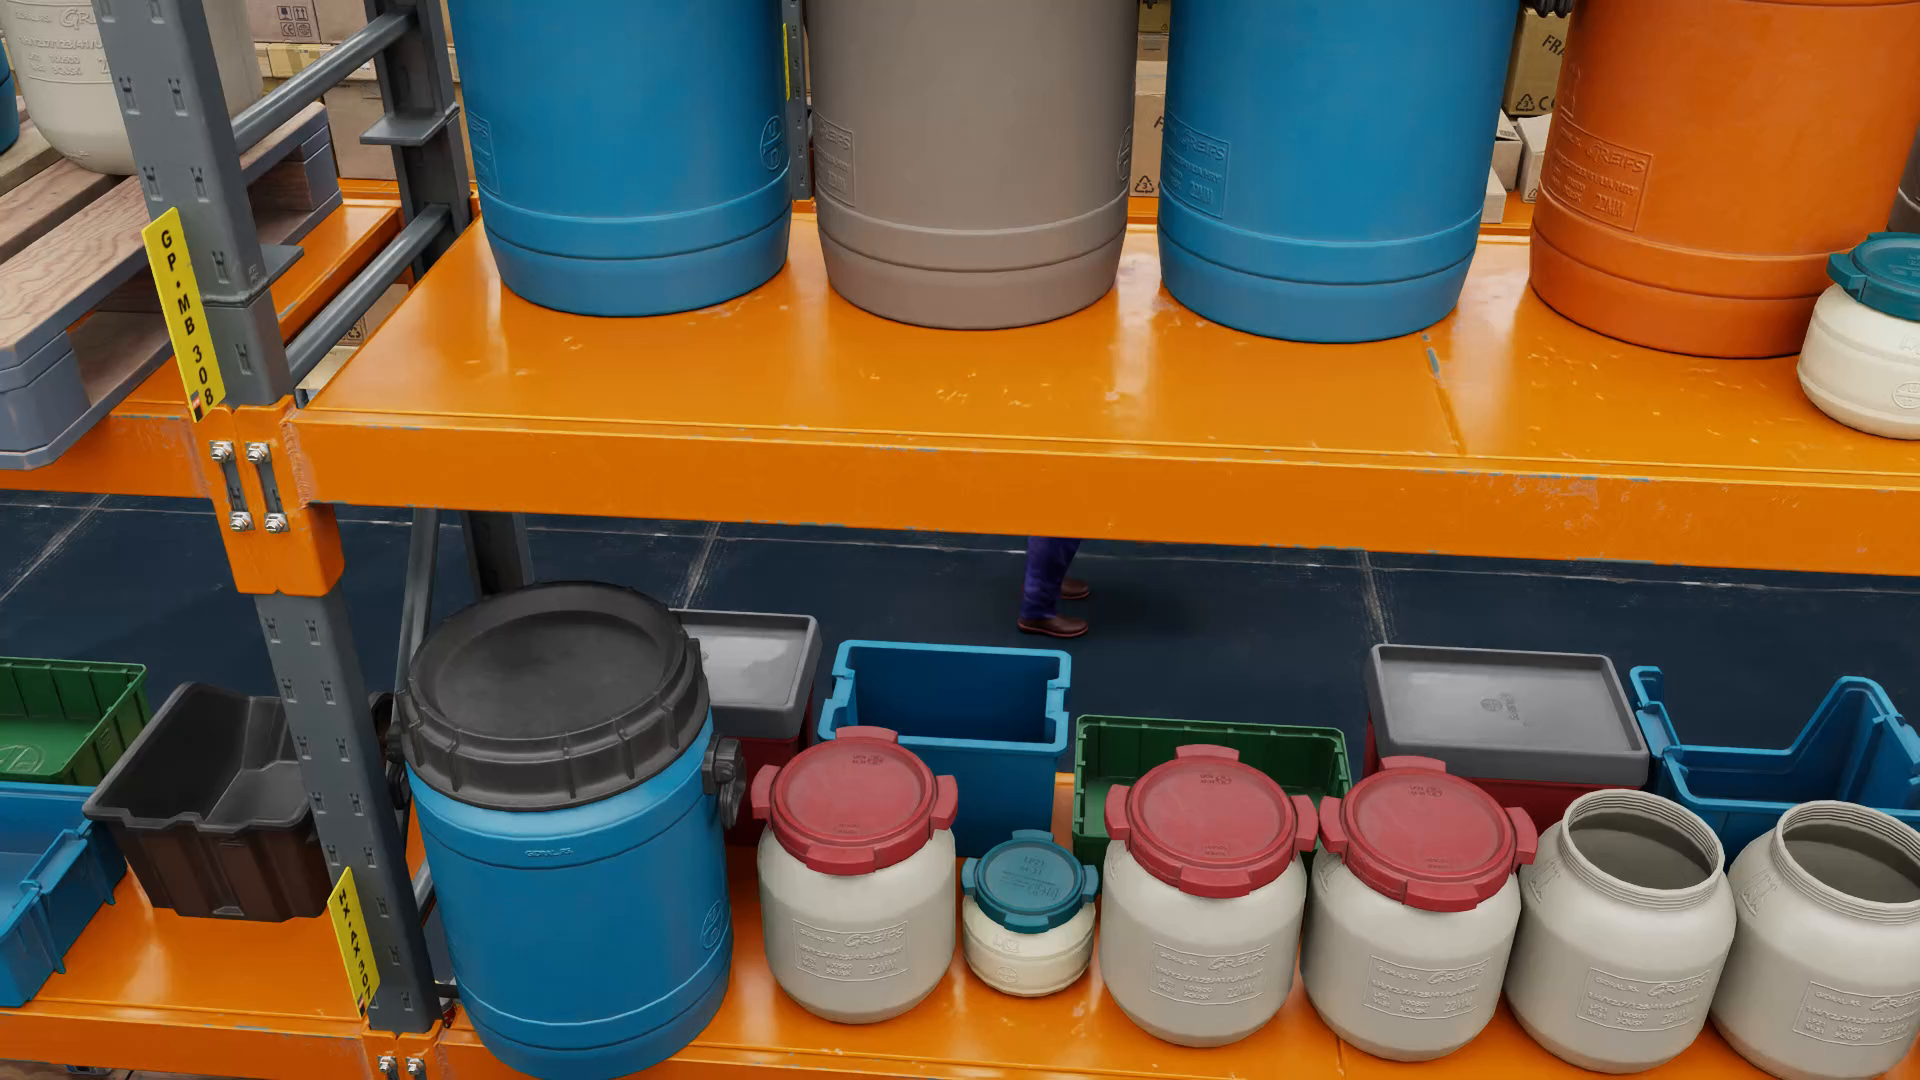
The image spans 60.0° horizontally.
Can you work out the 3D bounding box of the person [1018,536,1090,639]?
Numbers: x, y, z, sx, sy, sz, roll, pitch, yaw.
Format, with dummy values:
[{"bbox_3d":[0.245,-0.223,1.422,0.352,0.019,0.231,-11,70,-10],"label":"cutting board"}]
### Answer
[{"bbox_3d":[0.470,-0.386,6.776,0.540,1.644,0.435,2,32,3],"label":"person"}]
